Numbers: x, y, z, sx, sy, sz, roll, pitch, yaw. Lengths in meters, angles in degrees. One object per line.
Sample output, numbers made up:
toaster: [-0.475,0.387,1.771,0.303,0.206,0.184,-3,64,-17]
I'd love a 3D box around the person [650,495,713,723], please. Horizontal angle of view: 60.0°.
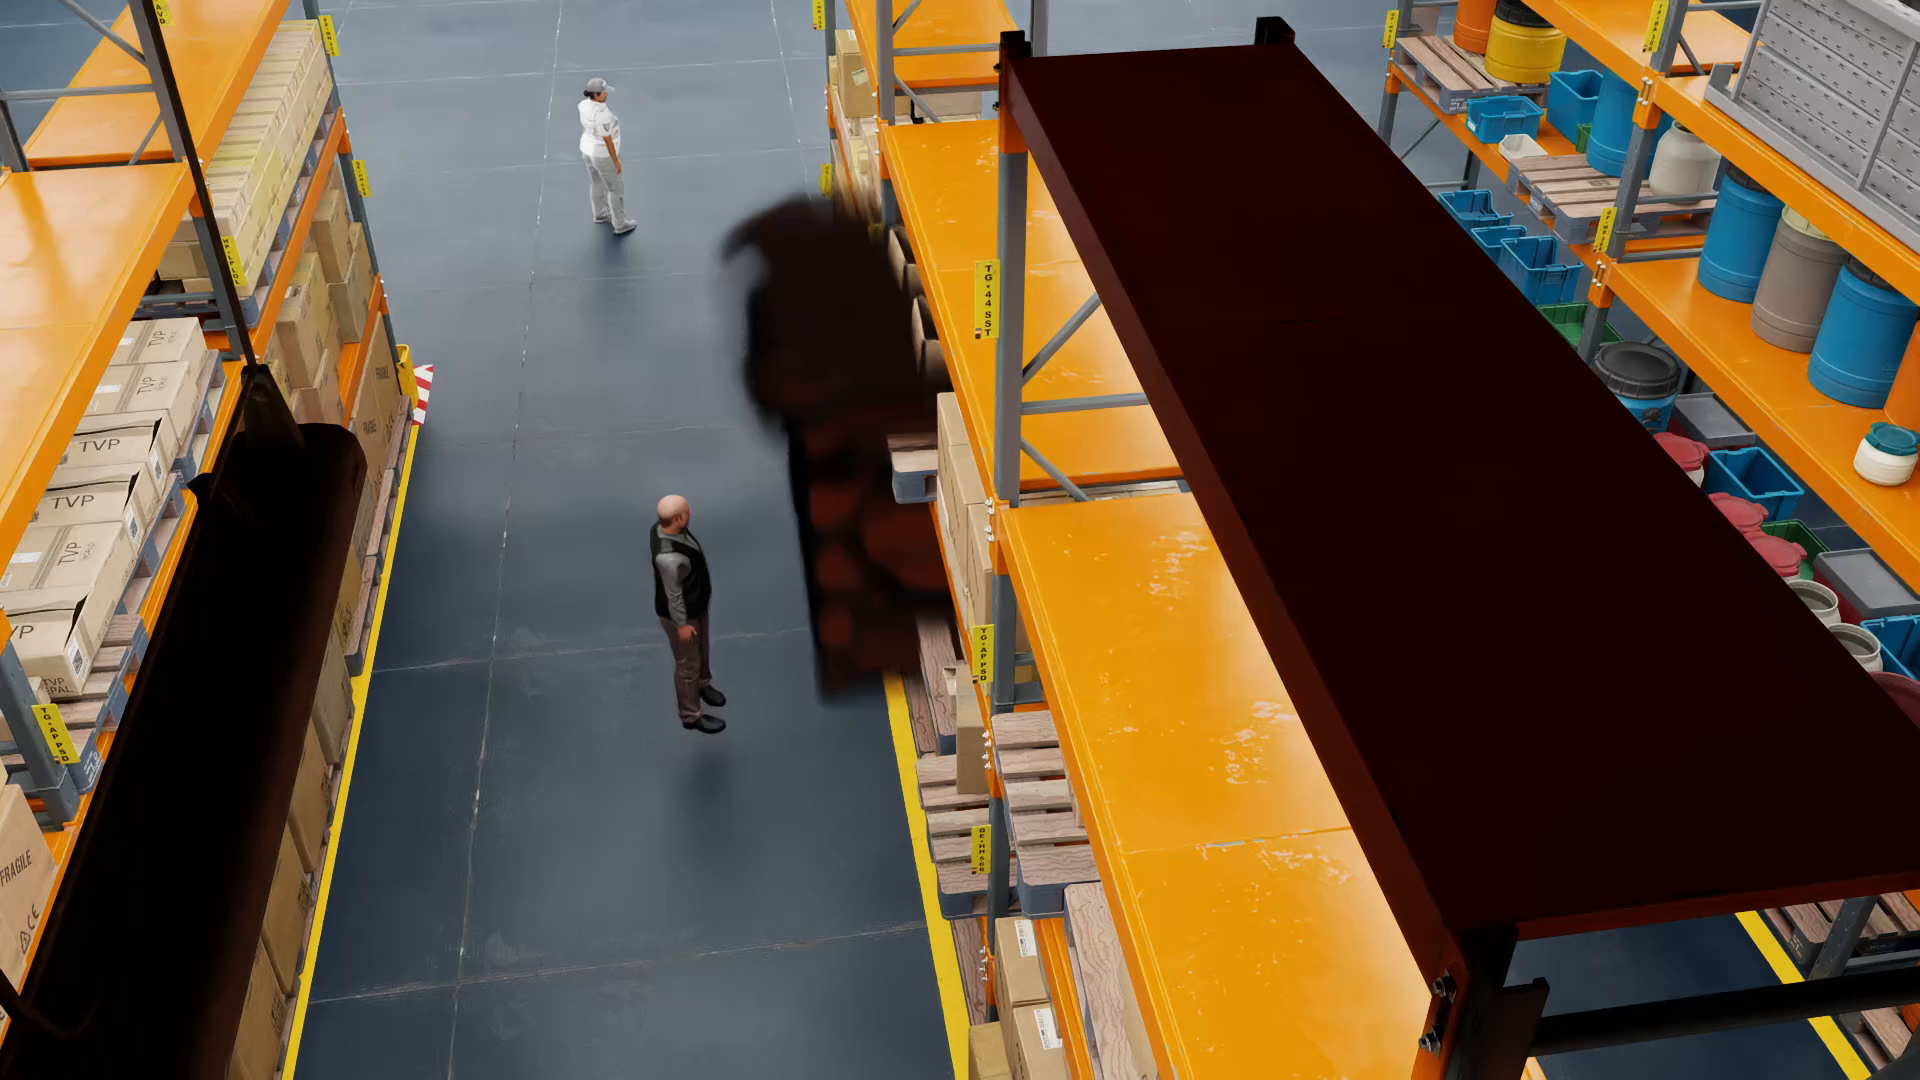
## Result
person: [-1.817,0.420,10.878,0.373,1.673,0.538,3,36,4]

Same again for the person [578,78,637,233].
person: [-3.771,-4.076,17.597,0.430,1.669,0.525,-29,45,-33]
